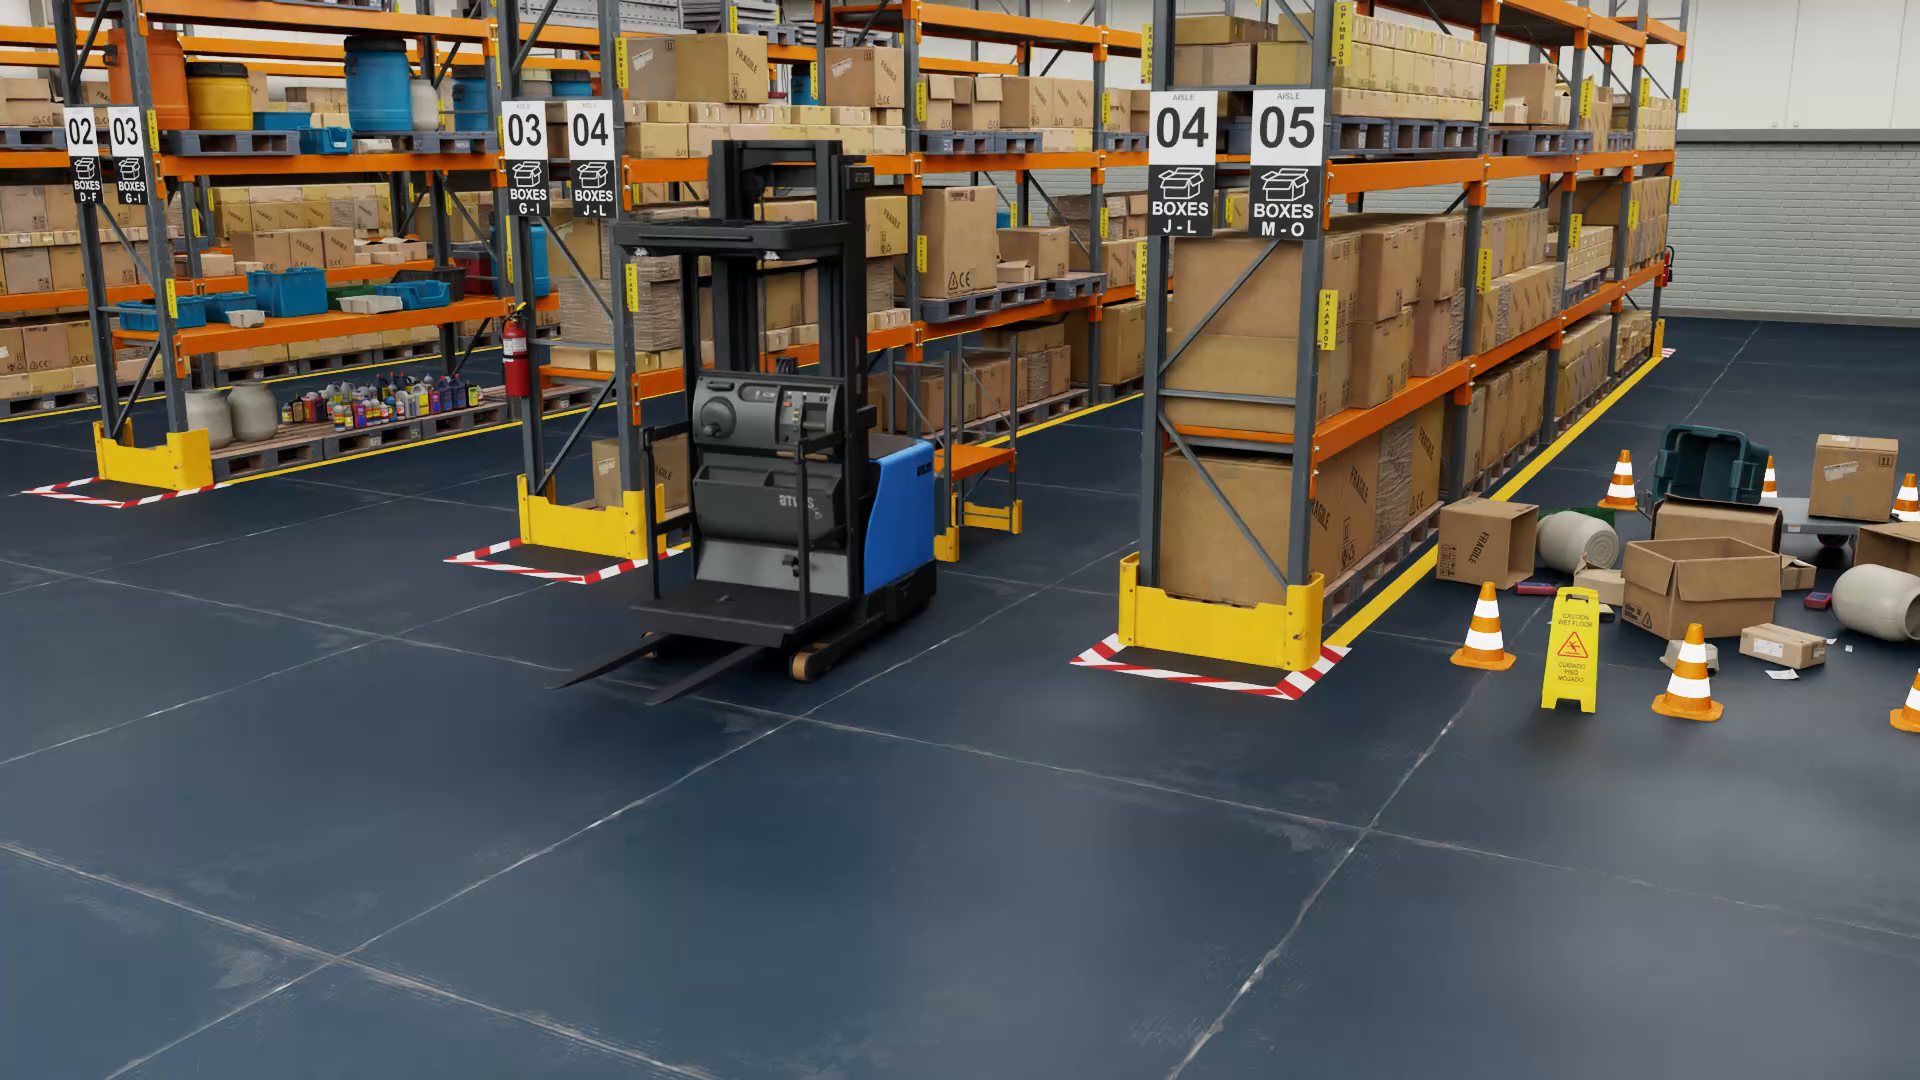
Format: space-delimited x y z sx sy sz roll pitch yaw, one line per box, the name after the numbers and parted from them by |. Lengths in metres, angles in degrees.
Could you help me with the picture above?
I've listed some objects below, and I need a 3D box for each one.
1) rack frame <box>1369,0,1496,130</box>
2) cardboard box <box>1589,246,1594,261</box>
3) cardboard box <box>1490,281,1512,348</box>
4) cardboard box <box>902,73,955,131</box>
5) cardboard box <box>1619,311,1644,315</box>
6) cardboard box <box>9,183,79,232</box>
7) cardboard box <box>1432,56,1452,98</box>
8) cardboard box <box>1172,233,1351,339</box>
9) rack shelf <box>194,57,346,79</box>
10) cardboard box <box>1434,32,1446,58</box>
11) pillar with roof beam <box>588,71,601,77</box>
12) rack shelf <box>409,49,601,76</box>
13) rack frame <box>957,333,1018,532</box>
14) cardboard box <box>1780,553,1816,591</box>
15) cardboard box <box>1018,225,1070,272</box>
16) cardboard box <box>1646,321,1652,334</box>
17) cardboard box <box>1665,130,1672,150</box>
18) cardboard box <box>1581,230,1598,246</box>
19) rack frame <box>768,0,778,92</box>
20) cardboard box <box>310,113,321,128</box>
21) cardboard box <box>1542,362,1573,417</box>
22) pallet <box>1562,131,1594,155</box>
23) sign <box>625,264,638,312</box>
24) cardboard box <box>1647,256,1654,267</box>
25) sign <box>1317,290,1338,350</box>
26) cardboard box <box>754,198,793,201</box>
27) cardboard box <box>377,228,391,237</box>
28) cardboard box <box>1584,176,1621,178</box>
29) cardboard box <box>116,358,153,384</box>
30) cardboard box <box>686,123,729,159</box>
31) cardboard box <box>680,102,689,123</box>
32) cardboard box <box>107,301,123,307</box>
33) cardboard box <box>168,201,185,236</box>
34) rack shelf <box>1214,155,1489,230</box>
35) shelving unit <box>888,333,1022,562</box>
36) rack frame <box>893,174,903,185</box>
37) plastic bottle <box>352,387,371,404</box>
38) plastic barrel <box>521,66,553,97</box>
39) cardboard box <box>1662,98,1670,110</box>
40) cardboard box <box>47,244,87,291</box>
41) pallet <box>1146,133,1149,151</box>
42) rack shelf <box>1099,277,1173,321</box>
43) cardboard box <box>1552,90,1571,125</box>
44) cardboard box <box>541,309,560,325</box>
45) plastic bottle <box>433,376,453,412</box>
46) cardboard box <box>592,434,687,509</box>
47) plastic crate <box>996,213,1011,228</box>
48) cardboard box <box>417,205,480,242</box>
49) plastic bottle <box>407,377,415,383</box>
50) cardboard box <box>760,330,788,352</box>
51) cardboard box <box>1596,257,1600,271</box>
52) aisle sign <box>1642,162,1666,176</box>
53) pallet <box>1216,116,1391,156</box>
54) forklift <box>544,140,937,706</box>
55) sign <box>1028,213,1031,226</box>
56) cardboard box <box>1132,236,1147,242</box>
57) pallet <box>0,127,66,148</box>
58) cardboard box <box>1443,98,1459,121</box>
3.467 -4.550 12.205 1.000 3.000 0.127 7 15 28 | rack frame
6.681 -3.126 18.107 0.380 0.149 0.250 7 15 28 | cardboard box
4.201 -1.863 13.648 0.500 0.500 0.500 8 15 28 | cardboard box
-0.512 -4.014 15.266 0.797 0.503 0.637 7 15 25 | cardboard box
9.063 -3.020 22.579 0.380 0.149 0.250 8 16 29 | cardboard box
-10.191 -3.720 18.583 0.700 0.500 0.500 7 15 28 | cardboard box
2.966 -3.080 11.084 0.500 0.250 0.500 7 15 28 | cardboard box
1.747 -1.482 9.658 0.875 0.550 0.550 7 15 28 | cardboard box
-10.933 -7.503 26.843 1.077 0.370 4.000 7 15 28 | rack shelf
2.959 -3.240 10.897 0.380 0.149 0.250 7 15 27 | cardboard box
-3.716 -9.442 32.499 9.100 9.000 0.400 7 15 28 | pillar with roof beam
-6.595 -6.942 24.518 1.077 0.370 4.000 7 15 28 | rack shelf
0.205 -0.816 12.718 0.500 1.500 0.032 7 15 28 | rack frame
5.577 0.160 11.304 0.258 0.266 0.396 -3 14 -11 | cardboard box
0.882 -3.174 18.190 0.500 0.500 0.500 5 15 21 | cardboard box
9.263 -2.918 22.787 0.380 0.149 0.250 7 15 27 | cardboard box
9.040 -5.252 21.837 0.500 0.250 0.500 7 15 28 | cardboard box
6.807 -3.329 18.314 0.380 0.149 0.250 7 15 26 | cardboard box
-3.695 -8.718 29.493 1.000 3.000 0.127 7 15 28 | rack frame
-8.518 -5.314 21.199 0.500 0.250 0.500 6 15 23 | cardboard box
5.966 -1.559 17.038 0.500 0.500 0.500 7 15 26 | cardboard box
5.136 -3.682 15.410 1.213 0.211 1.003 8 16 31 | pallet
-2.284 -1.755 11.565 0.100 0.325 0.005 7 15 28 | sign
8.994 -3.719 22.097 0.380 0.149 0.250 8 16 30 | cardboard box
2.017 -1.208 9.128 0.100 0.325 0.005 7 15 28 | sign
-1.748 -2.627 14.047 0.500 0.500 0.500 7 15 28 | cardboard box
-9.984 -5.273 28.497 0.380 0.149 0.250 8 16 29 | cardboard box
8.581 -4.608 22.267 0.500 0.500 0.500 8 16 30 | cardboard box
-9.779 -1.985 19.339 0.500 0.250 0.500 7 15 28 | cardboard box
-2.056 -2.957 12.318 0.500 0.250 0.500 7 15 27 | cardboard box
-2.200 -3.113 12.114 0.380 0.149 0.250 7 15 27 | cardboard box
-12.769 -3.368 24.497 0.700 0.500 0.500 7 15 28 | cardboard box
-12.119 -4.885 25.245 0.700 0.500 0.500 5 15 21 | cardboard box
2.500 -2.332 10.939 1.077 0.370 4.000 7 15 28 | rack shelf
-0.037 -0.713 12.293 0.587 1.500 1.083 7 15 28 | shelving unit
-1.294 -4.419 24.461 1.000 3.000 0.127 7 15 28 | rack frame
-6.070 -1.411 16.858 0.152 0.276 0.135 7 15 28 | plastic bottle
-4.789 -4.742 18.334 0.600 0.901 0.600 0 14 0 | plastic barrel
9.004 -5.657 21.602 0.380 0.149 0.250 8 16 29 | cardboard box
-10.200 -3.085 18.715 0.700 0.500 0.500 8 16 29 | cardboard box
1.911 -4.771 19.926 1.003 0.211 1.213 8 16 31 | pallet
2.075 -3.097 20.516 1.077 0.370 4.000 7 15 28 | rack shelf
5.158 -3.873 14.880 0.500 0.311 0.500 7 15 28 | cardboard box
-6.349 -3.538 25.202 0.500 0.500 0.500 7 15 26 | cardboard box
-5.313 -1.499 17.065 0.144 0.351 0.185 7 15 25 | plastic bottle
-2.443 -0.511 12.689 0.500 0.500 0.500 11 17 38 | cardboard box
0.641 -5.196 27.481 0.616 0.435 0.499 7 15 28 | plastic crate
-7.356 -4.555 23.916 0.700 0.500 0.500 2 14 9 | cardboard box
-5.832 -1.582 17.568 0.152 0.276 0.135 8 16 30 | plastic bottle
-1.603 -1.601 13.312 0.380 0.149 0.250 7 15 28 | cardboard box
6.947 -3.097 18.620 0.380 0.149 0.250 7 15 25 | cardboard box
9.566 -5.340 22.737 0.394 0.787 0.004 7 15 28 | aisle sign
1.883 -2.381 9.799 1.003 0.211 1.213 7 15 28 | pallet
-1.207 -0.750 9.391 1.130 2.935 3.031 6 15 23 | forklift
1.129 -5.259 27.601 0.100 0.325 0.005 7 15 28 | sign
2.073 -3.366 19.881 0.500 0.500 0.500 7 15 27 | cardboard box
-10.476 -4.327 17.871 1.003 0.211 1.213 7 15 28 | pallet
3.202 -2.954 11.412 0.380 0.149 0.250 7 15 28 | cardboard box
